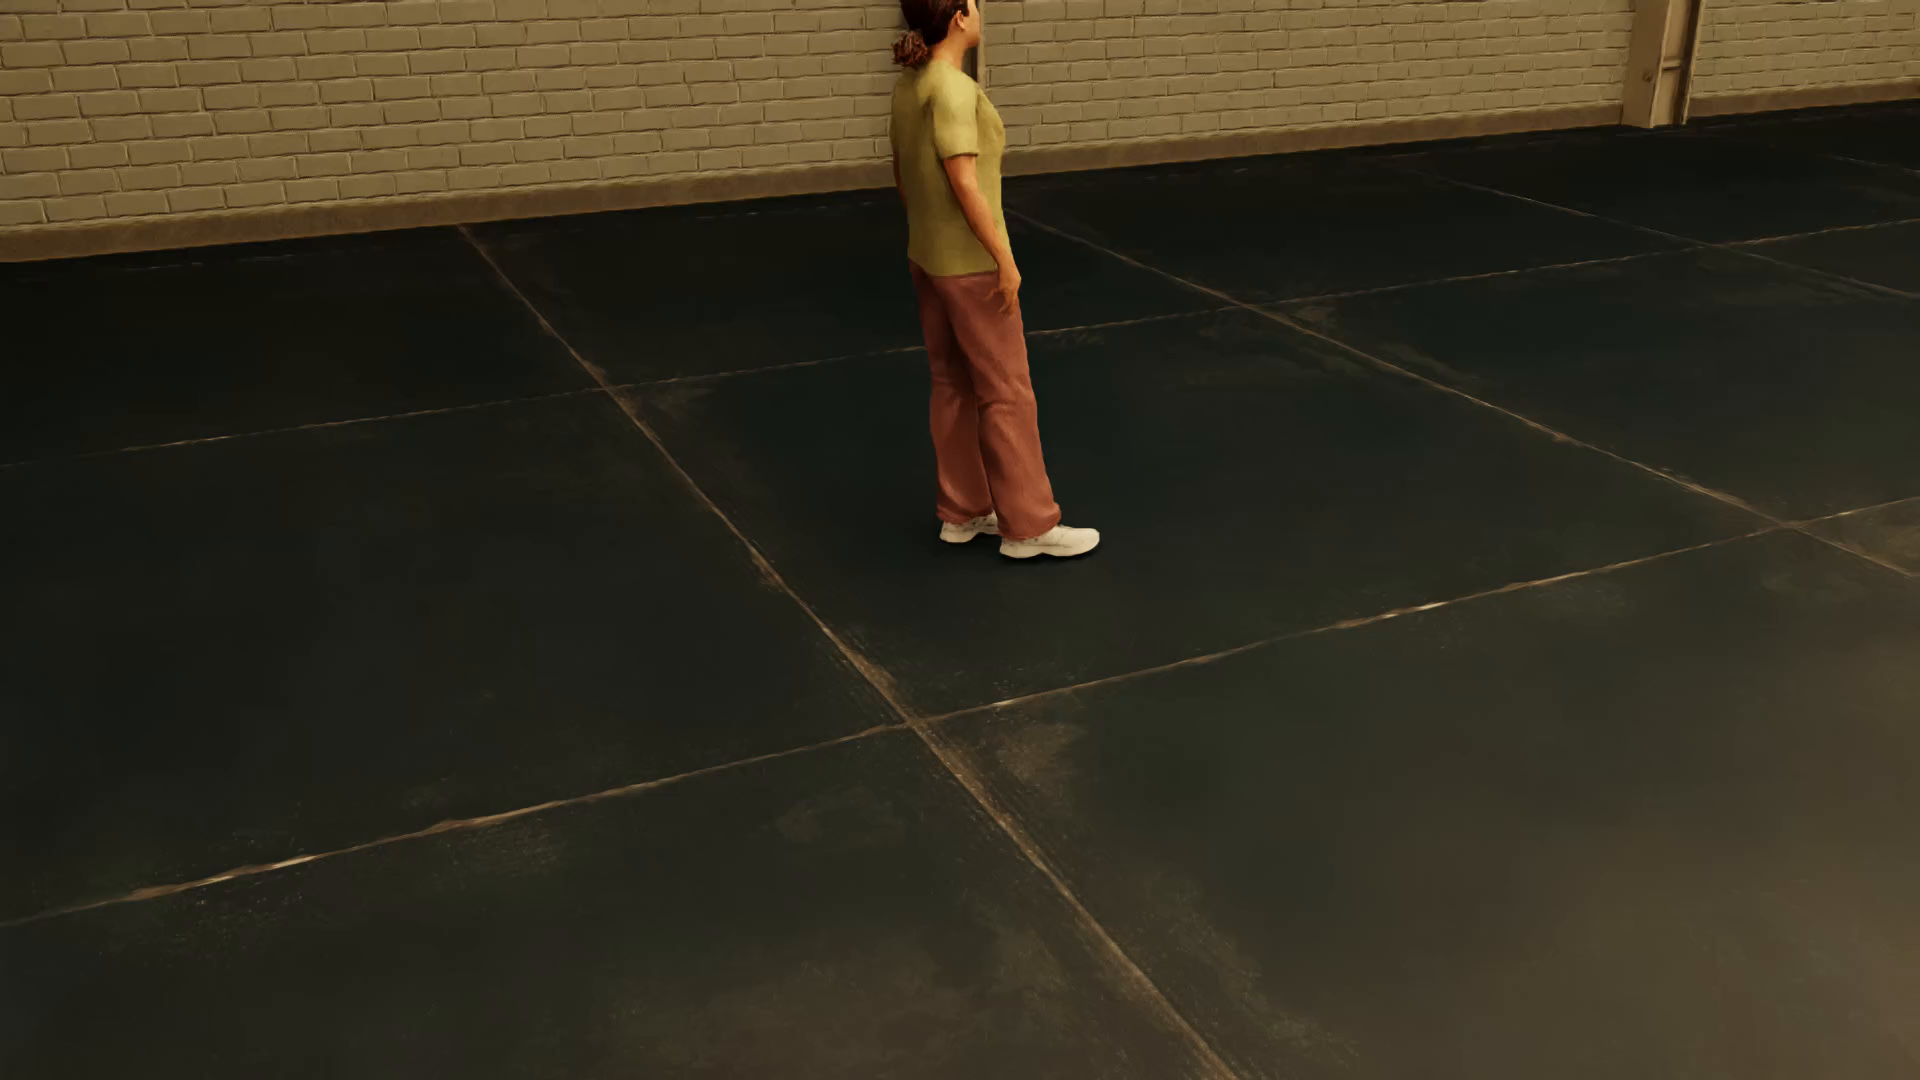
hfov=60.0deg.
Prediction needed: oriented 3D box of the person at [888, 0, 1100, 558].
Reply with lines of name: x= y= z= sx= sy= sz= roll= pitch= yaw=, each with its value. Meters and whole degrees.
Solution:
person: x=0.072 y=-0.789 z=4.802 sx=0.548 sy=1.674 sz=0.554 roll=-10 pitch=25 yaw=-23
